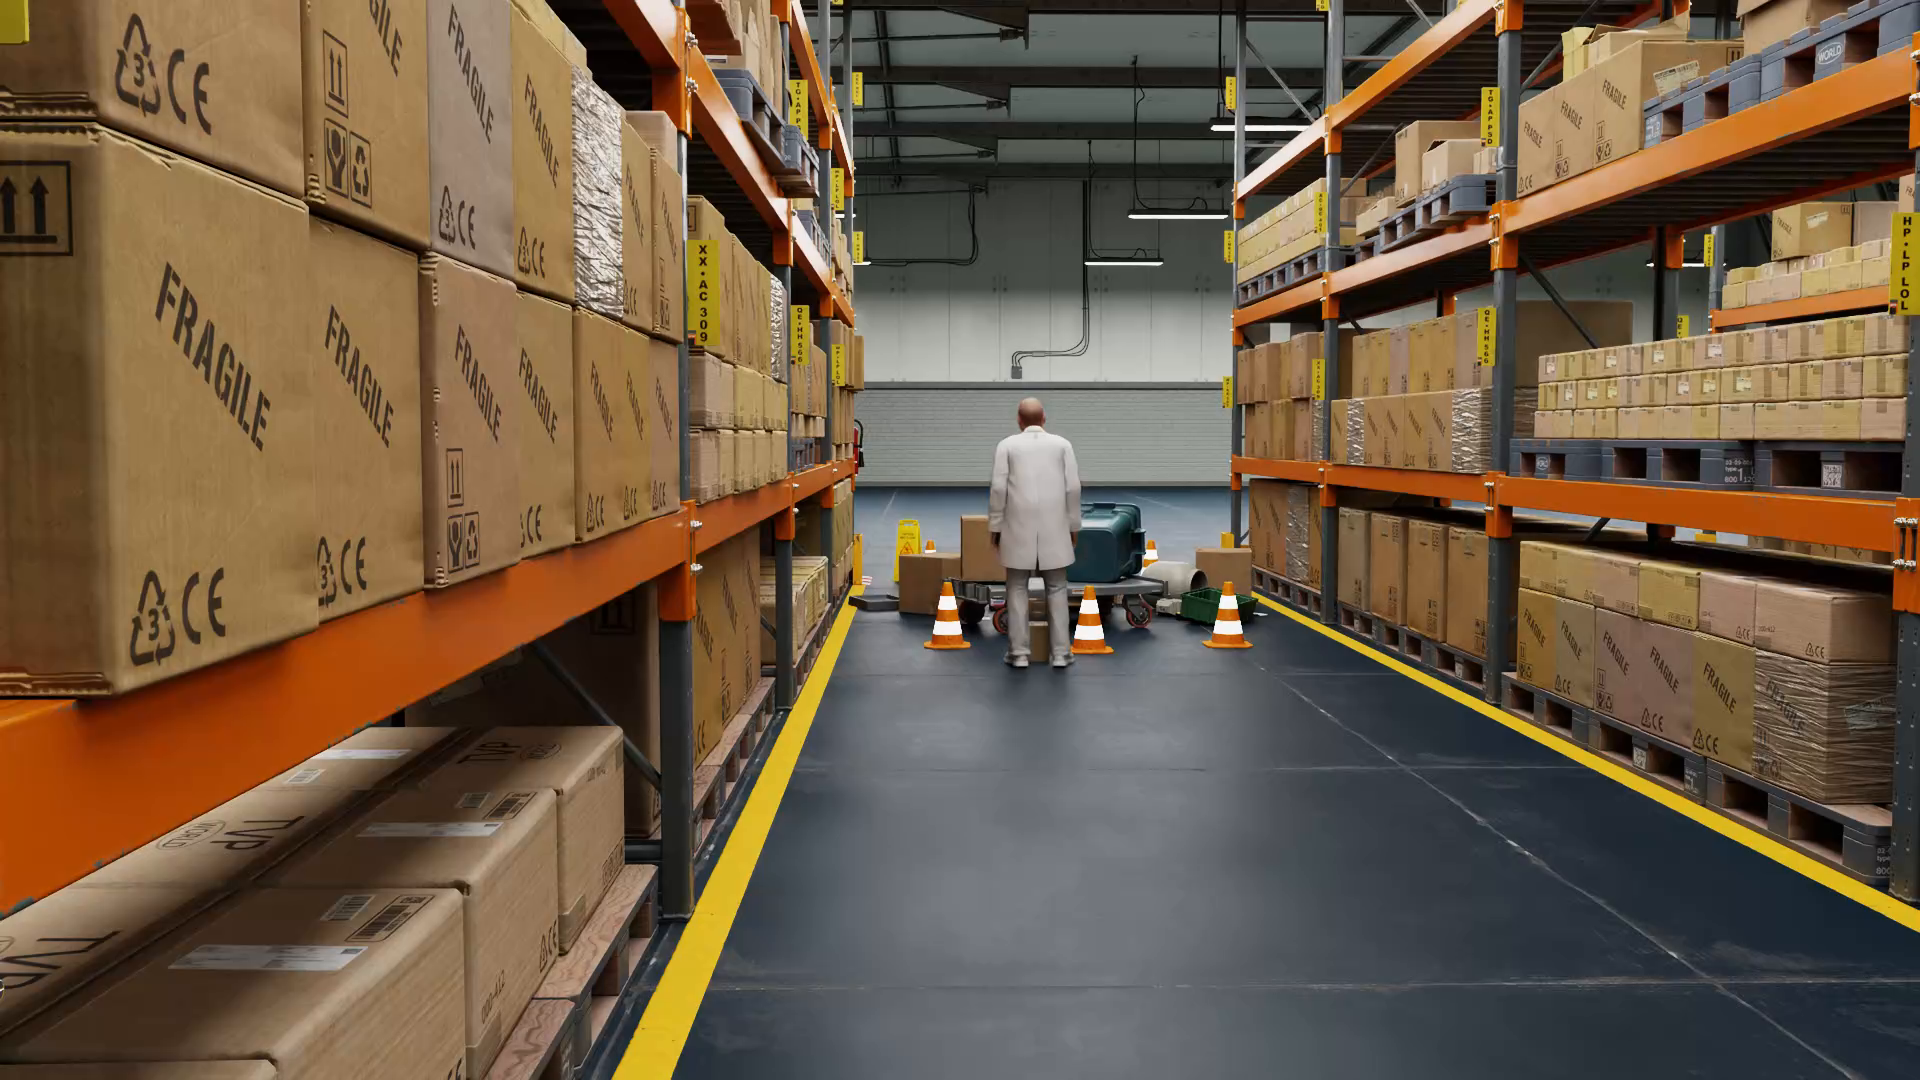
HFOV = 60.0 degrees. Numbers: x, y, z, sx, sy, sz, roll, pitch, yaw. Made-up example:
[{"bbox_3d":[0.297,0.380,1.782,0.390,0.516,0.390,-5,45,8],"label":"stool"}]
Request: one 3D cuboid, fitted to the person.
[{"bbox_3d":[0.494,-0.052,11.020,0.635,1.773,0.427,0,4,-4],"label":"person"}]
